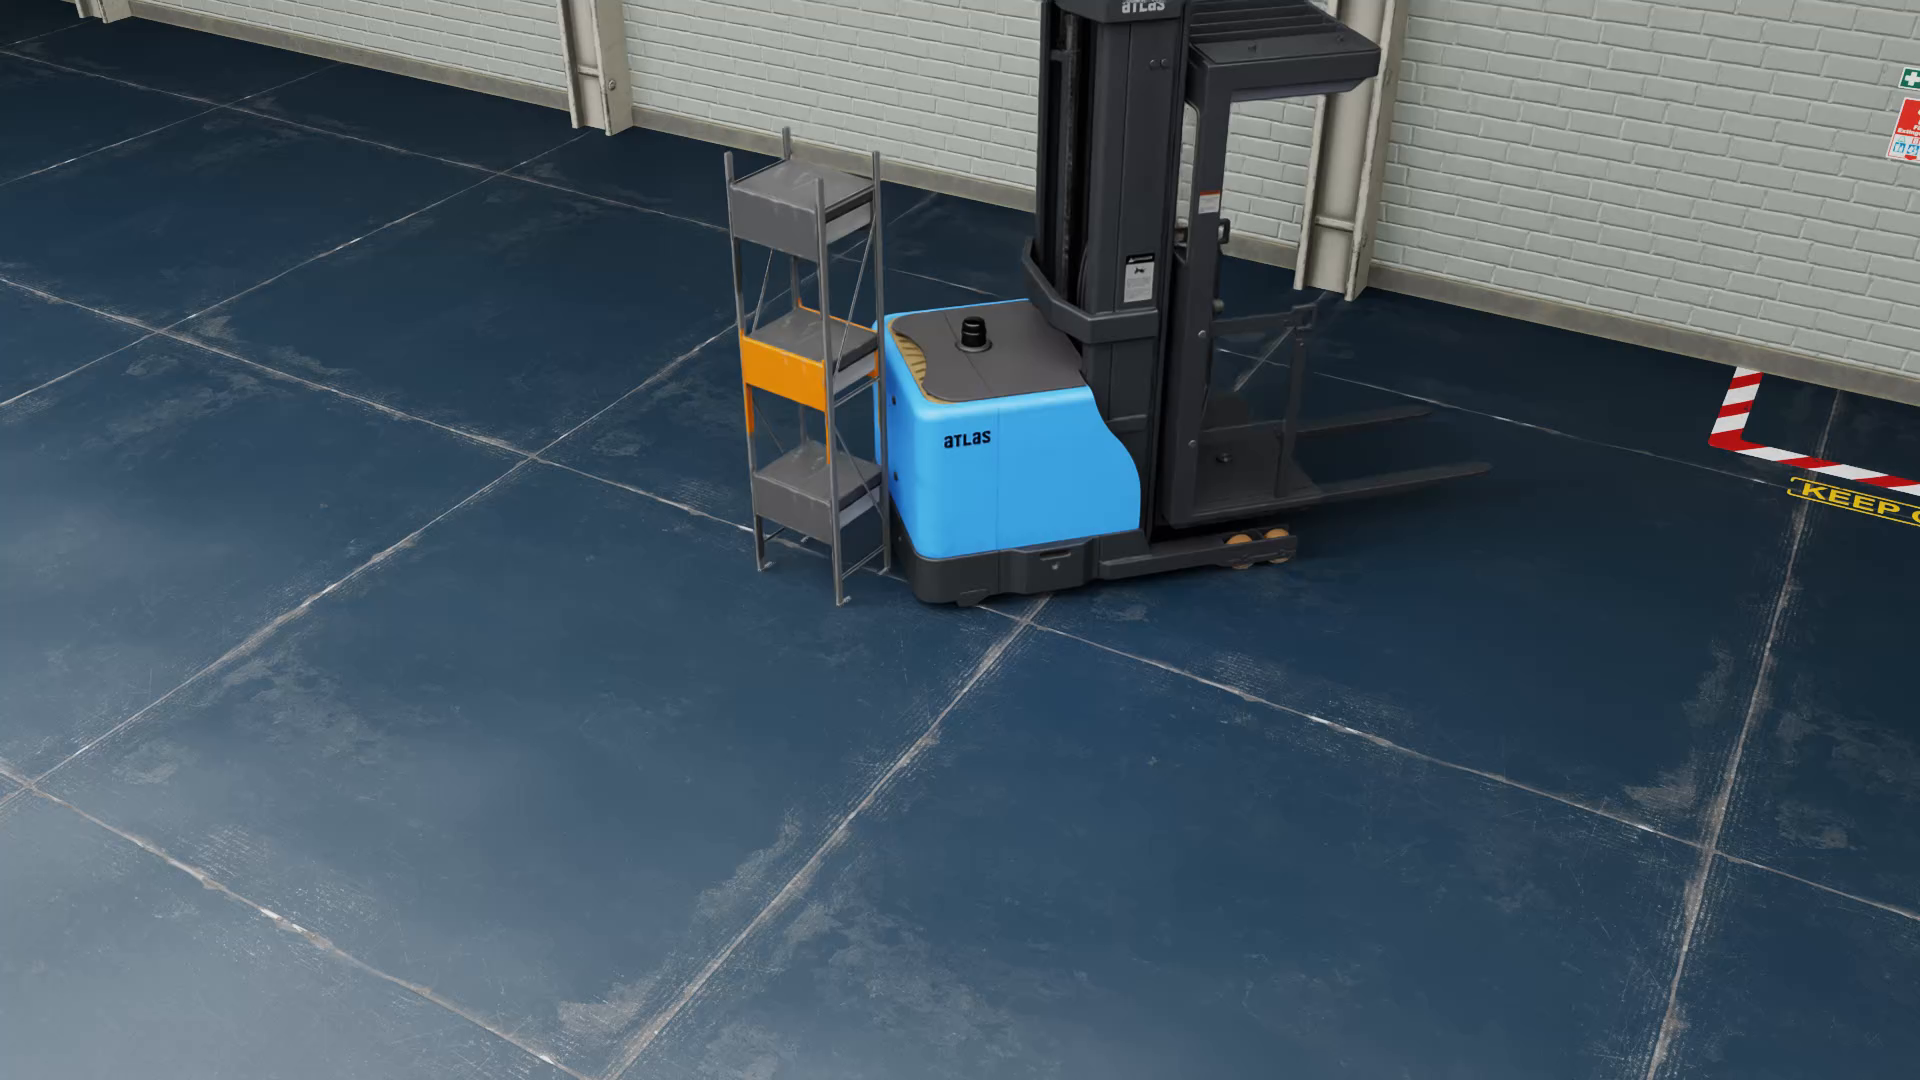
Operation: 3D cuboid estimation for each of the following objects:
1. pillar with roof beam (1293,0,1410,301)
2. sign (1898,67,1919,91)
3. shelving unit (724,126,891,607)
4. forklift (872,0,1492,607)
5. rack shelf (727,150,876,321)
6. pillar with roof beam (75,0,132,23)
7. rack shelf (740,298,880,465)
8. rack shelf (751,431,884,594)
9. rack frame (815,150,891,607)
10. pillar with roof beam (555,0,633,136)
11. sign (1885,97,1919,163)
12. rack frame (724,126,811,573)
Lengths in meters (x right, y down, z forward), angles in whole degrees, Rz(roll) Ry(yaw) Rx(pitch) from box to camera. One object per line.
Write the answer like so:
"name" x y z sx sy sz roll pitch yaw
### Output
"pillar with roof beam" 0.250 -3.309 5.100 0.400 9.000 9.100 18 37 24
"sign" 5.039 -2.363 8.582 0.331 0.109 0.001 18 37 24
"shelving unit" -0.653 -0.729 7.450 0.503 2.100 0.431 22 39 29
"forklift" 1.140 -1.353 7.637 3.031 2.935 1.130 -9 35 -13
"rack shelf" -0.653 -1.300 7.070 0.480 0.518 0.431 22 39 29
"pillar with roof beam" -10.169 -6.609 10.056 0.400 9.000 9.100 18 37 24
"rack shelf" -0.653 -0.718 7.458 0.480 0.518 0.431 22 39 29
"rack shelf" -0.653 -0.135 7.846 0.480 0.518 0.431 22 39 29
"rack frame" -0.455 -0.650 7.332 0.015 2.100 0.400 22 39 29
"pillar with roof beam" -4.959 -4.959 7.578 0.400 9.000 9.100 18 37 24
"sign" 5.040 -2.148 8.737 0.234 0.329 0.001 18 37 24
"rack frame" -0.852 -0.808 7.569 0.015 2.100 0.400 22 39 29
